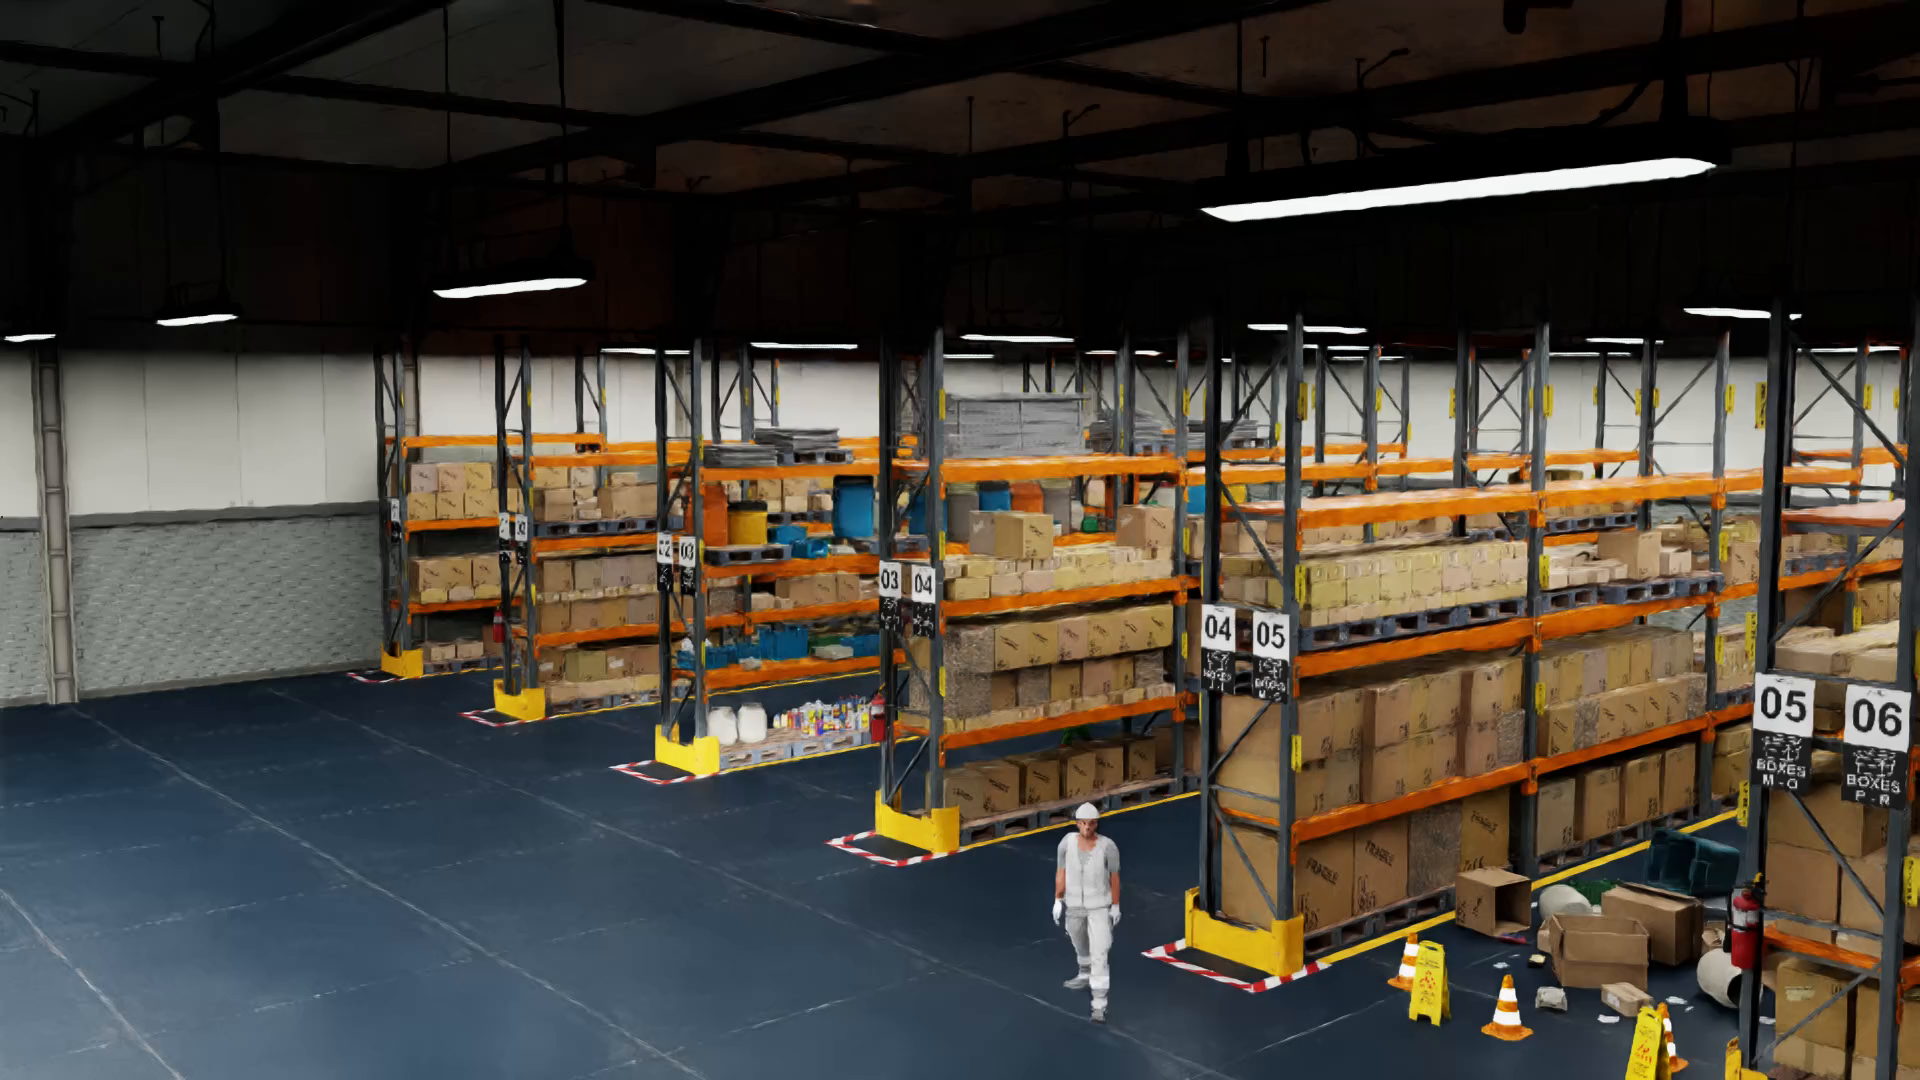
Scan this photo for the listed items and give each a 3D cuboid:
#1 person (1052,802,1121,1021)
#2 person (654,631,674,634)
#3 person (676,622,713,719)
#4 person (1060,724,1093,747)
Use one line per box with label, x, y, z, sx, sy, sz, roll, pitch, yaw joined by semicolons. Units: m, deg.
person;1.043;3.028;13.820;0.559;1.745;0.947;2;6;24
person;-5.629;1.406;31.447;0.578;1.774;0.499;-1;5;-11
person;-4.001;2.029;25.564;0.643;1.612;0.794;3;6;32
person;1.493;2.232;22.653;1.103;1.707;0.553;-4;6;-36
